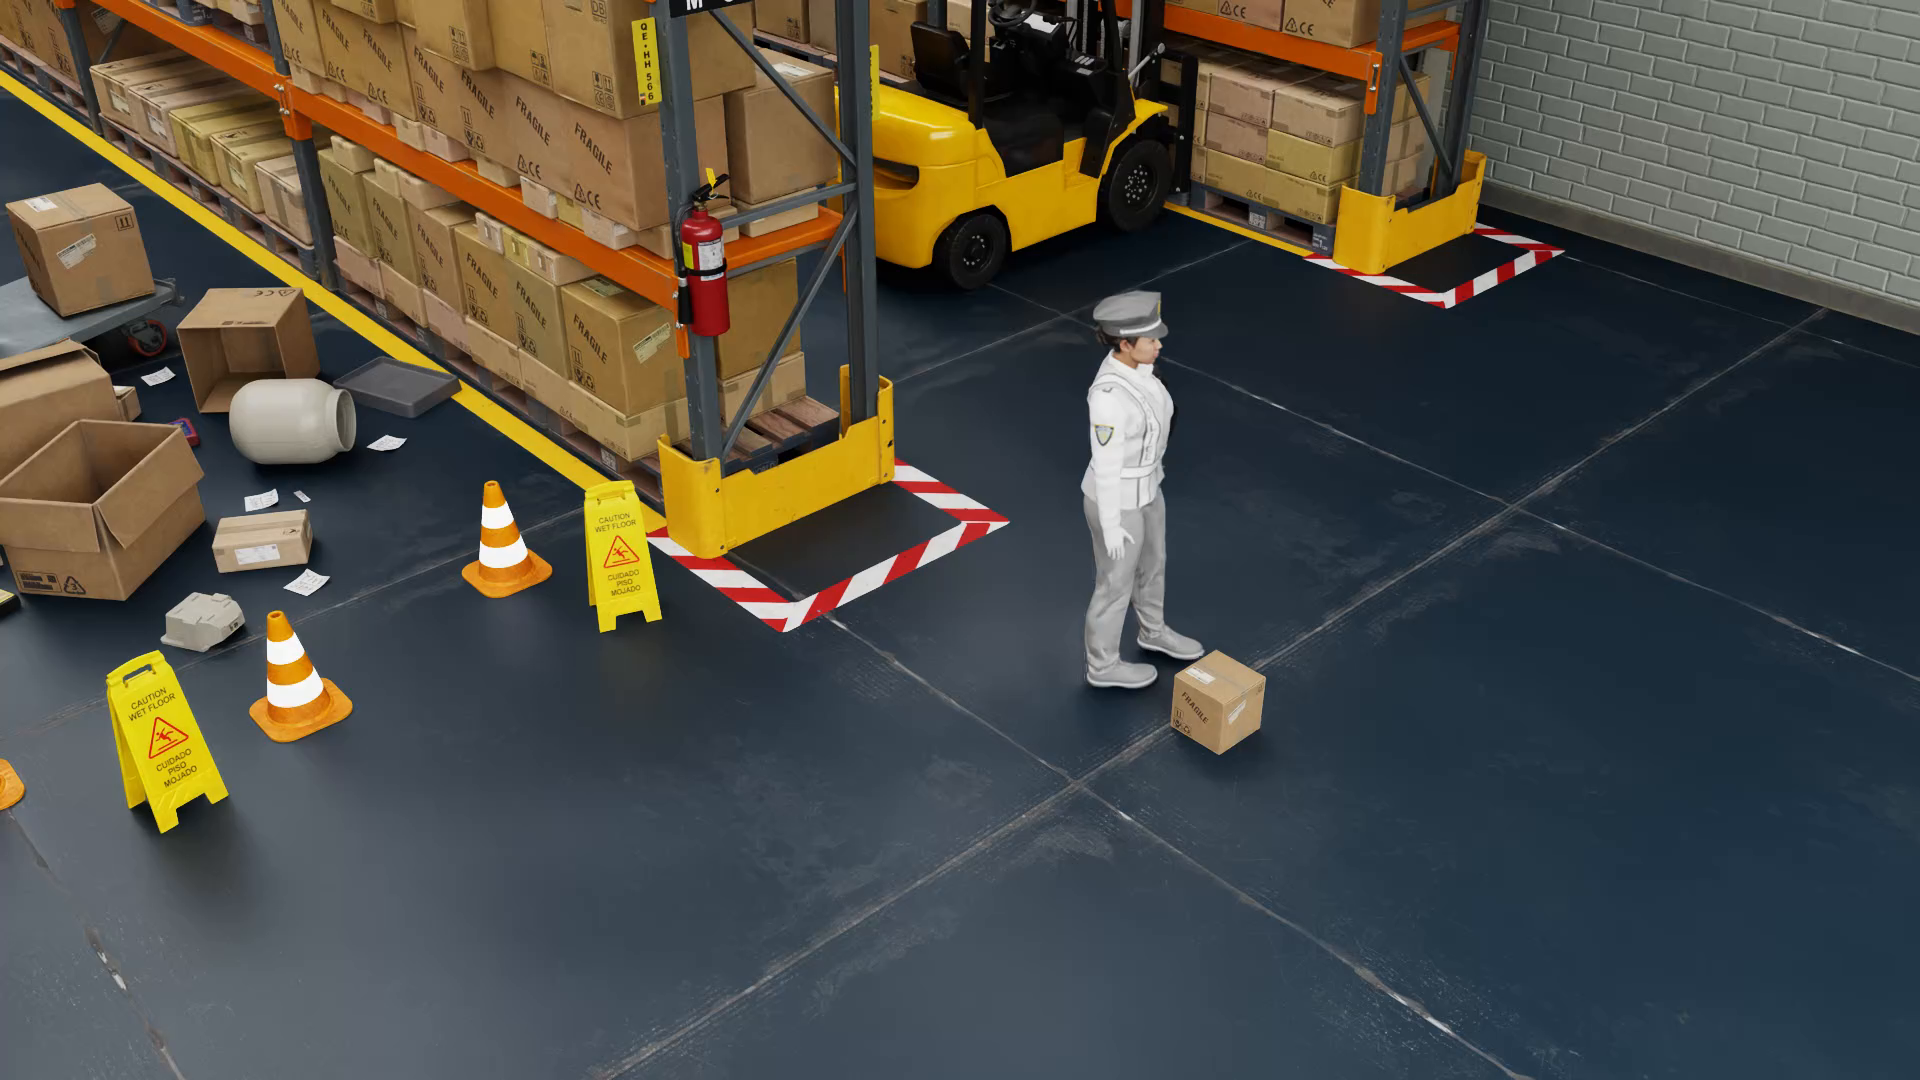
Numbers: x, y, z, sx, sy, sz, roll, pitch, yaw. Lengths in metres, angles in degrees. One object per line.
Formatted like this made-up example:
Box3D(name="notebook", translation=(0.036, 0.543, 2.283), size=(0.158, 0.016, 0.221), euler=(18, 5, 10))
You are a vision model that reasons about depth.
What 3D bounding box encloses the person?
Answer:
Box3D(name="person", translation=(0.714, -0.158, 6.345), size=(0.489, 1.679, 0.521), euler=(11, 33, 16))
